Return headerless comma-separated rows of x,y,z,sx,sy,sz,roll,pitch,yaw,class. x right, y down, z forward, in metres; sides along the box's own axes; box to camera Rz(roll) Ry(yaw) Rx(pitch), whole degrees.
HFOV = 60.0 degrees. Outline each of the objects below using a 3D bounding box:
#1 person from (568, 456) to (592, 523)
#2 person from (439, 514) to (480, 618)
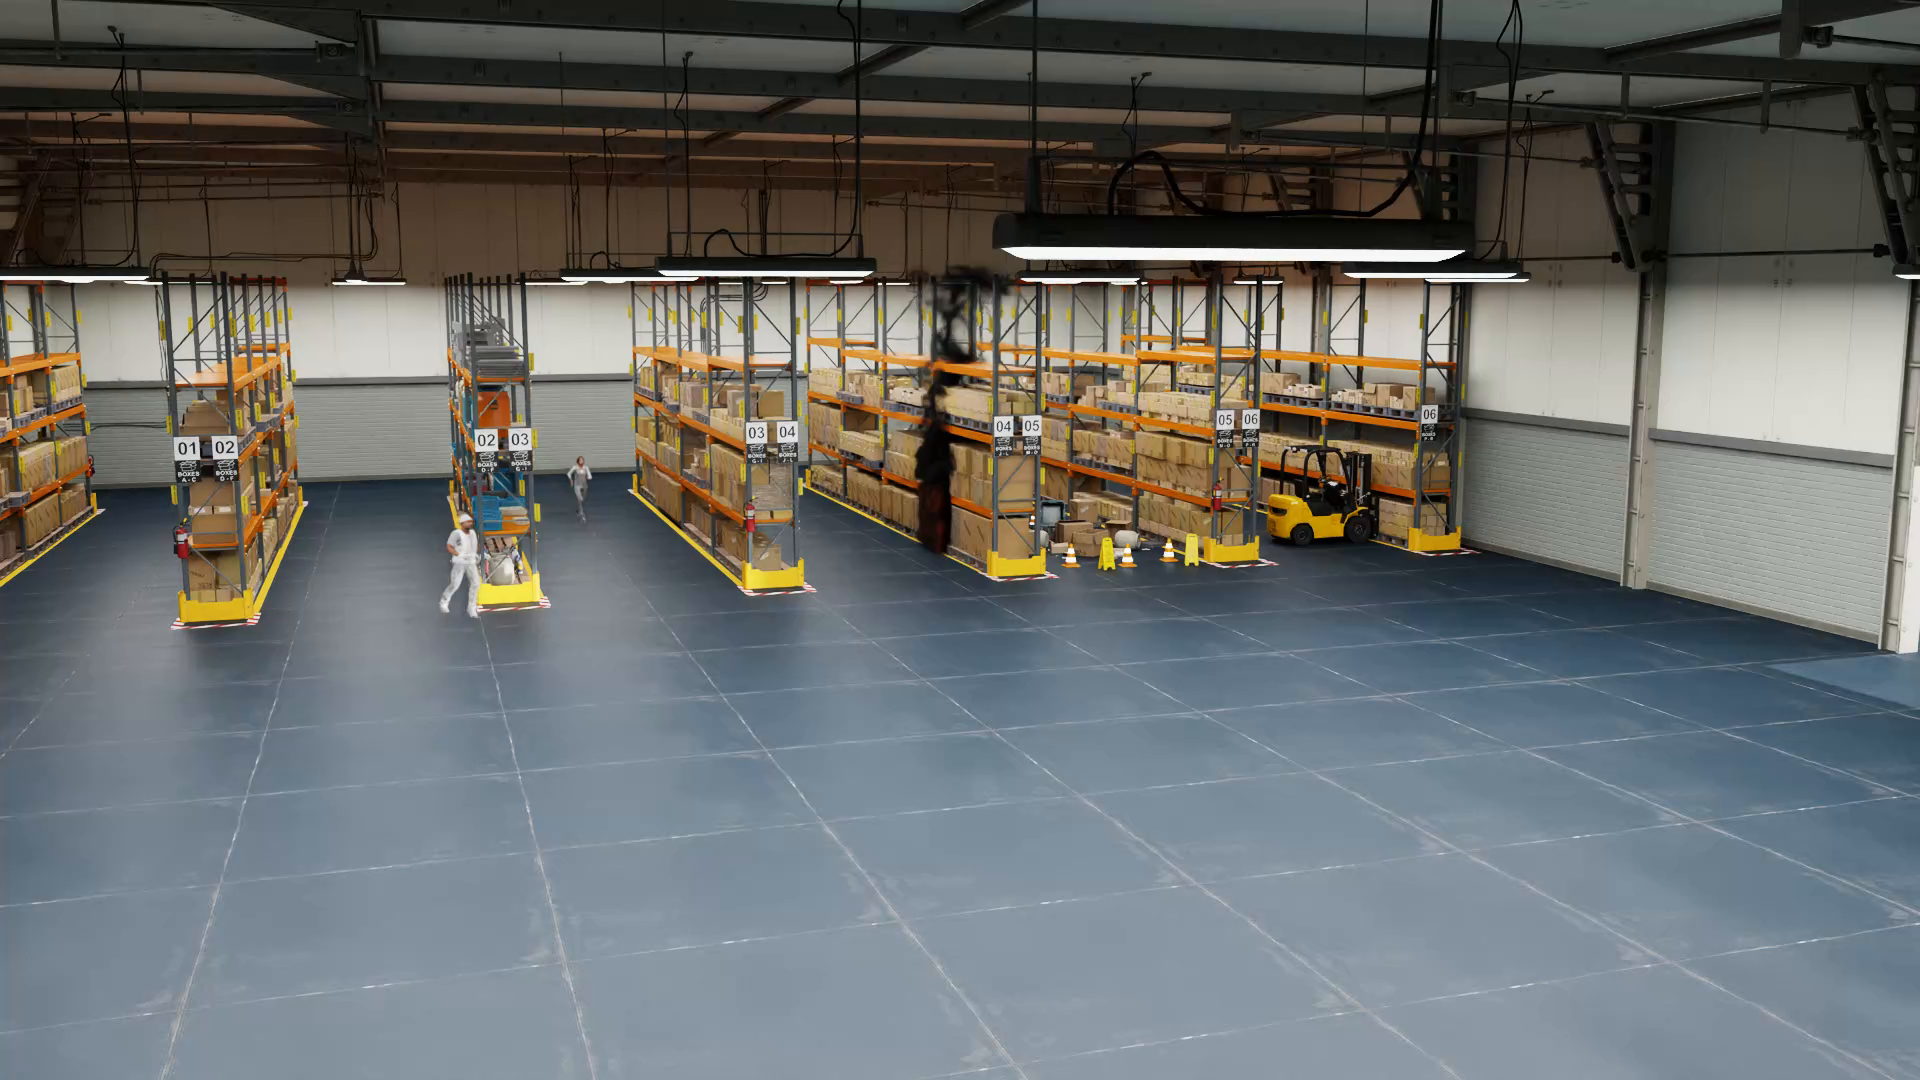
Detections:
-9.344,-1.268,41.007,0.533,1.611,0.778,-5,10,-32,person
-8.726,0.443,29.334,0.814,1.801,0.743,6,10,34,person
